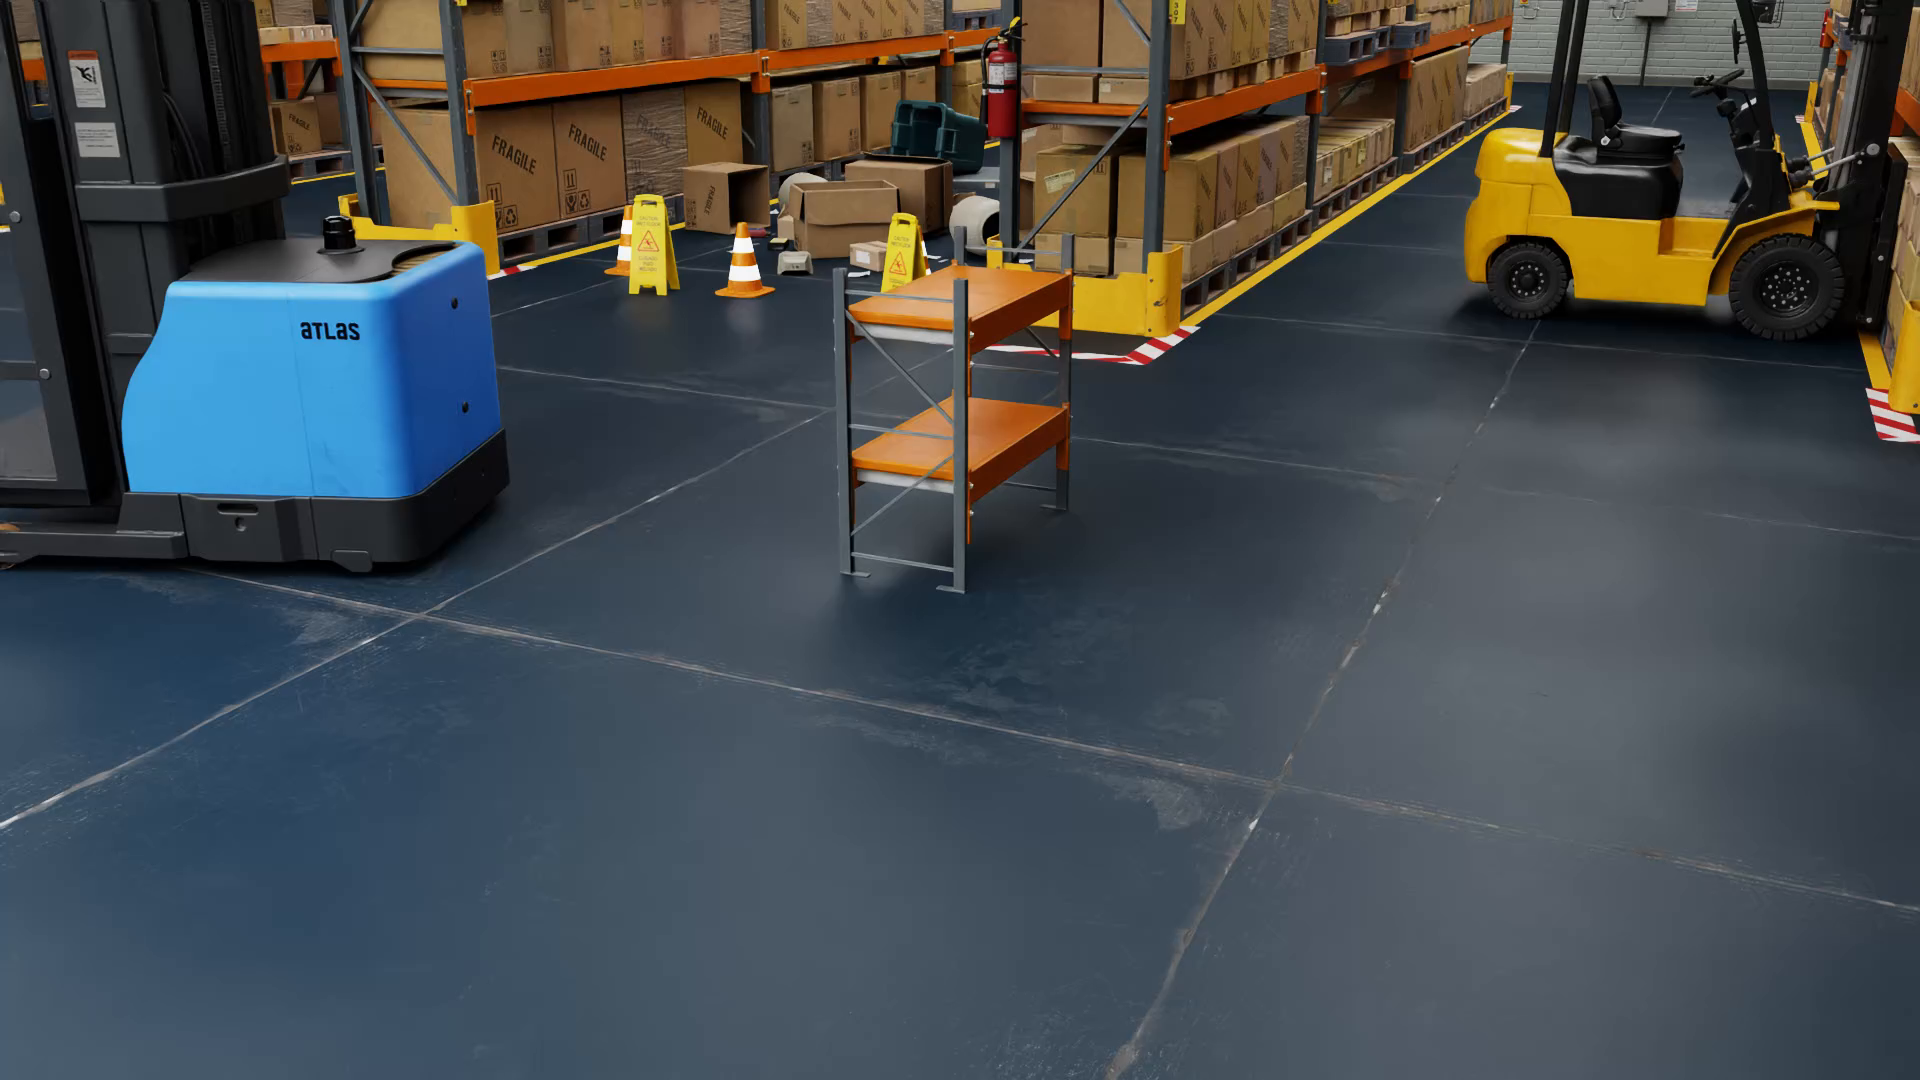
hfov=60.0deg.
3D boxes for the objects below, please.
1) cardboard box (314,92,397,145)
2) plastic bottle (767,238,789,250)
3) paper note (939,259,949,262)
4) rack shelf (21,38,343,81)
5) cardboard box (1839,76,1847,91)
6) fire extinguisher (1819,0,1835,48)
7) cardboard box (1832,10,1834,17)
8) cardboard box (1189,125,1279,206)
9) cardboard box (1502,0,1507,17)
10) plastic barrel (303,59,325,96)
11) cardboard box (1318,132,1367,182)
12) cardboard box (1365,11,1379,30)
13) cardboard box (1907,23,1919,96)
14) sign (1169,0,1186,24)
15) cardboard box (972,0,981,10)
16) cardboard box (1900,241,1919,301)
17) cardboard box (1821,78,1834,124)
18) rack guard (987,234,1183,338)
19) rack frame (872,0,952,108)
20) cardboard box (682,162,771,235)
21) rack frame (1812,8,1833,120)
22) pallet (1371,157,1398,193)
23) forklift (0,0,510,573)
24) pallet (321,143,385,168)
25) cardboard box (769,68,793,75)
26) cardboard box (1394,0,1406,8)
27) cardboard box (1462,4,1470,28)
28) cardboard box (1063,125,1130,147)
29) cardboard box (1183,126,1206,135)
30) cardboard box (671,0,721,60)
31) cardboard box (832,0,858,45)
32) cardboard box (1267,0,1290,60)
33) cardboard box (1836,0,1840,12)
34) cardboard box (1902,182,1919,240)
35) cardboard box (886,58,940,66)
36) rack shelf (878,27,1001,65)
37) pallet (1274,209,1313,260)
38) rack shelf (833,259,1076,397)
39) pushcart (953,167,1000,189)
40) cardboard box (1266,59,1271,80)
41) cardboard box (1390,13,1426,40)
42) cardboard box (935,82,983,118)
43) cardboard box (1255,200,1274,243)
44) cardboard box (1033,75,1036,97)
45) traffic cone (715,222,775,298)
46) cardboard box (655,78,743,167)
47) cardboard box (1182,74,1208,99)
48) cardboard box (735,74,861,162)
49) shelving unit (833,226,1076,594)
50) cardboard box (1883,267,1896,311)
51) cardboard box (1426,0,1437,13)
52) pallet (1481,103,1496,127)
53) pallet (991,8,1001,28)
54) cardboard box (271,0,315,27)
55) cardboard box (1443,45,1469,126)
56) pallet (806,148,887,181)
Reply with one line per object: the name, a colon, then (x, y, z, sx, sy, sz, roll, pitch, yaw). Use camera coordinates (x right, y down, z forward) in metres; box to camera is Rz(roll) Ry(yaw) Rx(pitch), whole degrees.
cardboard box: (-6.416, -4.510, 17.746, 0.700, 0.500, 0.500, 7, 21, 19)
plastic bottle: (-1.392, -2.282, 12.794, 0.133, 0.061, 0.283, 1, 20, 4)
paper note: (-0.120, -2.054, 12.230, 0.032, 0.001, 0.123, 9, 21, 23)
rack shelf: (-7.506, -4.345, 15.283, 1.077, 0.370, 4.000, 9, 21, 23)
cardboard box: (9.770, -4.954, 18.057, 0.380, 0.149, 0.250, 10, 22, 25)
fire extinguisher: (11.437, -6.820, 21.841, 0.296, 0.674, 0.183, 9, 21, 23)
cardboard box: (11.413, -6.743, 21.327, 0.380, 0.149, 0.250, 8, 21, 22)
cardboard box: (1.942, -2.662, 11.834, 0.500, 0.500, 0.500, 10, 22, 26)
cardboard box: (7.093, -7.316, 22.414, 0.500, 0.500, 0.500, 8, 21, 22)
plastic barrel: (-9.233, -6.560, 23.524, 0.421, 0.512, 0.421, 0, 20, 0)
cardboard box: (3.141, -3.489, 15.098, 0.950, 0.372, 0.625, 9, 22, 24)
cardboard box: (3.428, -4.535, 14.493, 0.380, 0.149, 0.250, 9, 22, 25)
cardboard box: (6.266, -3.041, 10.395, 0.500, 0.500, 0.500, 9, 21, 24)
sign: (1.211, -3.046, 9.266, 0.100, 0.325, 0.005, 9, 21, 23)
cardboard box: (0.022, -6.160, 19.061, 0.380, 0.149, 0.250, 10, 22, 25)
cardboard box: (5.160, -1.362, 8.554, 0.500, 0.250, 0.500, 8, 21, 22)
cardboard box: (10.650, -5.197, 19.708, 0.700, 0.500, 0.500, 8, 21, 21)
rack guard: (0.747, -1.558, 10.104, 1.175, 0.500, 0.348, 9, 21, 23)
rack frame: (-0.565, -5.807, 18.320, 1.000, 3.000, 0.127, 9, 21, 23)
cardboard box: (-1.903, -2.792, 13.569, 0.500, 0.500, 0.500, 13, 23, 32)
rack frame: (11.798, -6.924, 21.461, 1.000, 3.000, 0.127, 9, 21, 23)
pallet: (3.671, -3.606, 16.293, 1.003, 0.211, 1.213, 9, 21, 23)
forklift: (-3.417, -1.446, 6.160, 3.031, 2.935, 1.130, 2, 20, 5)
pallet: (-6.369, -4.220, 18.019, 1.003, 0.211, 1.213, 9, 21, 23)
cardboard box: (-3.068, -7.128, 24.580, 0.875, 0.875, 0.875, 9, 21, 23)
cardboard box: (3.858, -5.207, 15.413, 0.500, 0.500, 0.500, 8, 21, 22)
cardboard box: (5.676, -6.139, 19.477, 0.500, 0.250, 0.500, 8, 21, 21)
cardboard box: (0.895, -2.676, 10.907, 0.380, 0.149, 0.250, 9, 22, 24)
cardboard box: (1.444, -2.724, 12.010, 0.500, 0.500, 0.500, 10, 22, 26)
cardboard box: (-2.548, -4.369, 14.053, 0.875, 0.550, 0.550, 9, 21, 23)
cardboard box: (-1.329, -5.062, 16.076, 0.500, 0.500, 0.500, 8, 21, 22)
cardboard box: (1.986, -3.635, 11.621, 0.500, 0.500, 0.500, 9, 22, 24)
cardboard box: (10.766, -6.423, 19.832, 0.500, 0.250, 0.500, 8, 21, 21)
cardboard box: (5.354, -1.747, 8.888, 0.500, 0.250, 0.500, 9, 21, 24)
cardboard box: (-0.524, -5.425, 19.231, 0.500, 0.250, 0.500, 8, 21, 21)
rack shelf: (0.254, -6.079, 20.159, 1.077, 0.370, 4.000, 9, 21, 23)
pallet: (2.111, -2.411, 12.935, 1.003, 0.211, 1.213, 9, 21, 23)
rack shelf: (0.003, -0.808, 6.188, 0.538, 0.278, 1.000, 9, 21, 23)
pushcart: (0.254, -2.998, 14.334, 1.648, 0.377, 0.936, 1, 20, 4)
cardboard box: (1.956, -3.292, 11.624, 0.380, 0.149, 0.250, 8, 21, 22)
cardboard box: (4.422, -5.203, 16.845, 0.500, 0.250, 0.500, 8, 21, 22)
cardboard box: (-0.043, -5.008, 19.178, 0.500, 0.500, 0.500, 8, 21, 20)
cardboard box: (1.936, -2.301, 11.940, 0.500, 0.250, 0.500, 9, 21, 24)
cardboard box: (0.677, -2.831, 10.327, 0.380, 0.149, 0.250, 8, 21, 22)
traffic cone: (-1.437, -1.874, 11.048, 0.336, 0.463, 0.334, 9, 21, 23)
cardboard box: (-2.525, -3.598, 14.653, 0.875, 0.875, 0.875, 9, 21, 24)
cardboard box: (1.317, -2.819, 10.293, 0.380, 0.149, 0.250, 8, 21, 21)
cardboard box: (-1.633, -4.218, 16.584, 1.050, 0.750, 0.750, 9, 21, 23)
shelving unit: (0.003, -0.532, 6.286, 0.538, 1.125, 1.048, 9, 21, 23)
cardboard box: (5.576, -1.425, 9.475, 0.500, 0.250, 0.500, 9, 21, 23)
cardboard box: (4.638, -5.602, 17.222, 0.500, 0.250, 0.500, 9, 22, 24)
pallet: (6.511, -5.663, 22.078, 1.003, 0.211, 1.213, 9, 21, 23)
pallet: (0.208, -6.327, 20.069, 1.003, 0.211, 1.213, 9, 21, 23)
cardboard box: (-6.928, -5.353, 16.452, 0.875, 0.500, 0.500, 9, 21, 23)
cardboard box: (5.449, -5.377, 19.657, 0.875, 0.875, 0.875, 9, 22, 24)
pallet: (-1.458, -3.890, 17.093, 1.003, 0.211, 1.213, 9, 21, 23)
